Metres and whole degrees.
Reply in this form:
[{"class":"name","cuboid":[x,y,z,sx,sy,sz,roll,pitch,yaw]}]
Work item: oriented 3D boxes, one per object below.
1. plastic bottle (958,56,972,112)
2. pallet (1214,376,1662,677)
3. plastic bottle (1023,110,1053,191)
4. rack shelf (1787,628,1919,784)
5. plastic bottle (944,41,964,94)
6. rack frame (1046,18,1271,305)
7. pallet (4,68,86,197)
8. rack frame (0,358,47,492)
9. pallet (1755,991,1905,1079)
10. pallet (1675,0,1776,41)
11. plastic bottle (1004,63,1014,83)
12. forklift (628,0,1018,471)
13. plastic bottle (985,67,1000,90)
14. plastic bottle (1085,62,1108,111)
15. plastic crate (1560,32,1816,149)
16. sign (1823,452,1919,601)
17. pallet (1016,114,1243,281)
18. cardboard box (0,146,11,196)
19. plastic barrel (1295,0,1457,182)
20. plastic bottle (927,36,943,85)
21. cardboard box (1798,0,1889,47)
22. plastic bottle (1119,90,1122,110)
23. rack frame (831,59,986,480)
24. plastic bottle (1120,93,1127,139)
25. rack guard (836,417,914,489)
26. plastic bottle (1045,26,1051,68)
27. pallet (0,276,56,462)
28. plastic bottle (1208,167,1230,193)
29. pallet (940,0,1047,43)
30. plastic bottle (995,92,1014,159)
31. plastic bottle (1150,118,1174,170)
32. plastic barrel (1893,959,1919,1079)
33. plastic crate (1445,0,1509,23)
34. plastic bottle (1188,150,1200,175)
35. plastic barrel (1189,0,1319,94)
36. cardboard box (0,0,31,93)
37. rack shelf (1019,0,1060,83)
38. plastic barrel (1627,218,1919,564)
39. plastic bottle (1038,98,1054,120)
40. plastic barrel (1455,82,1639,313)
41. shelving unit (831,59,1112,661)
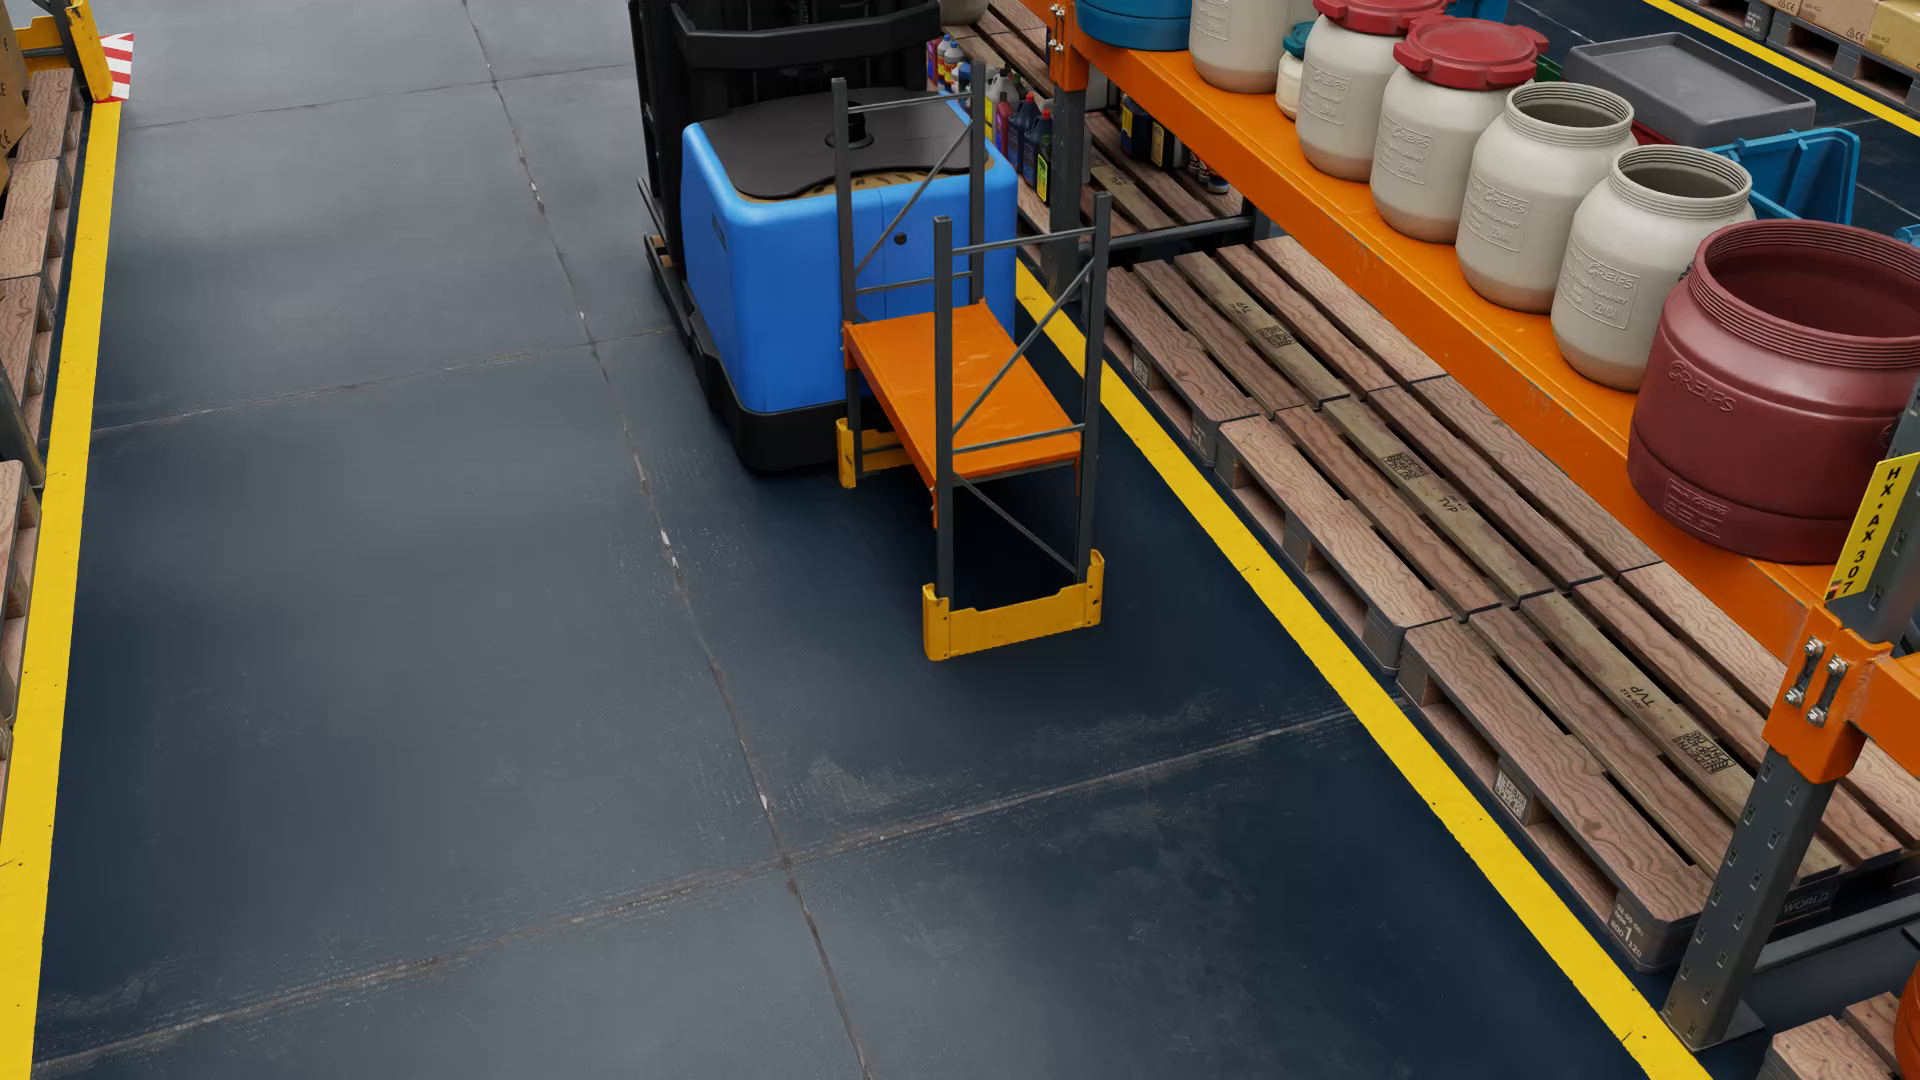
[{"class":"plastic bottle","cuboid":[0.040,-2.226,8.114,0.097,0.271,0.097,0,37,0]},{"class":"pallet","cuboid":[1.593,-0.094,5.699,1.003,0.211,1.213,-12,39,-16]},{"class":"plastic bottle","cuboid":[0.371,-1.755,7.423,0.144,0.351,0.185,-13,39,-17]},{"class":"rack shelf","cuboid":[2.928,1.343,2.072,1.077,0.370,4.000,-12,39,-16]},{"class":"plastic bottle","cuboid":[-0.030,-2.340,8.266,0.097,0.271,0.097,0,37,0]},{"class":"rack frame","cuboid":[0.863,-2.334,6.355,1.000,3.000,0.127,-12,39,-16]},{"class":"pallet","cuboid":[-4.891,-1.945,8.157,1.003,0.211,1.213,-12,39,-16]},{"class":"rack frame","cuboid":[-3.787,-1.308,4.994,1.000,3.000,0.127,-12,39,-16]},{"class":"pallet","cuboid":[2.550,1.477,3.614,1.003,0.211,1.213,-12,39,-16]},{"class":"pallet","cuboid":[4.857,-3.392,10.077,1.003,0.211,1.213,-12,39,-16]},{"class":"plastic bottle","cuboid":[0.241,-2.134,7.983,0.061,0.283,0.133,-12,39,-16]},{"class":"forklift","cuboid":[-0.744,-2.305,6.374,1.130,2.935,3.031,-12,39,-15]},{"class":"plastic bottle","cuboid":[0.141,-2.109,7.955,0.152,0.276,0.135,-12,39,-15]},{"class":"plastic bottle","cuboid":[0.633,-2.265,8.162,0.152,0.276,0.135,-12,39,-16]},{"class":"plastic crate","cuboid":[1.971,-1.076,4.632,0.402,0.464,0.583,-12,39,-16]},{"class":"sign","cuboid":[1.725,-0.021,3.150,0.100,0.325,0.005,-12,39,-16]},{"class":"pallet","cuboid":[0.671,-1.608,7.709,1.003,0.211,1.213,-12,39,-16]},{"class":"cardboard box","cuboid":[-4.529,-1.693,7.233,0.500,0.500,0.500,-9,38,-12]},{"class":"plastic barrel","cuboid":[1.239,-1.388,4.986,0.433,0.535,0.433,0,37,0]},{"class":"plastic bottle","cuboid":[-0.121,-2.464,8.420,0.061,0.283,0.133,-12,39,-15]},{"class":"cardboard box","cuboid":[4.988,-2.928,9.080,0.500,0.250,0.500,-12,39,-16]},{"class":"plastic bottle","cuboid":[0.834,-2.205,8.144,0.097,0.201,0.097,0,37,0]},{"class":"rack frame","cuboid":[-0.160,-0.871,5.660,0.500,1.500,0.032,-12,39,-15]},{"class":"plastic bottle","cuboid":[0.812,-2.018,7.839,0.097,0.271,0.097,0,37,0]},{"class":"rack guard","cuboid":[-0.153,-0.361,6.021,0.587,0.250,0.087,-12,39,-15]},{"class":"plastic bottle","cuboid":[0.491,-2.567,8.557,0.061,0.283,0.133,-12,39,-16]},{"class":"pallet","cuboid":[-4.052,-0.566,6.327,1.003,0.211,1.213,-12,39,-16]},{"class":"plastic bottle","cuboid":[1.165,-1.690,7.403,0.097,0.271,0.097,0,37,0]},{"class":"pallet","cuboid":[-0.169,-2.986,9.539,1.003,0.211,1.213,-12,39,-16]},{"class":"plastic bottle","cuboid":[0.210,-1.920,7.698,0.061,0.283,0.133,-10,38,-13]},{"class":"plastic bottle","cuboid":[0.928,-1.850,7.605,0.061,0.283,0.133,-12,39,-16]},{"class":"plastic barrel","cuboid":[2.424,0.898,3.520,0.600,0.830,0.708,-12,39,-16]},{"class":"plastic crate","cuboid":[1.535,-1.769,5.618,0.392,0.384,0.575,-12,39,-16]},{"class":"plastic bottle","cuboid":[1.095,-1.777,7.577,0.097,0.201,0.097,0,37,0]},{"class":"plastic barrel","cuboid":[0.986,-1.802,5.536,0.433,0.535,0.433,0,37,0]},{"class":"cardboard box","cuboid":[-4.965,-2.381,8.146,0.500,0.500,0.500,-6,37,-7]},{"class":"rack shelf","cuboid":[0.175,-3.176,8.071,1.077,0.370,4.000,-12,39,-16]},{"class":"plastic barrel","cuboid":[1.795,-0.328,3.579,0.600,0.536,0.708,-12,39,-16]},{"class":"plastic bottle","cuboid":[0.435,-1.879,7.649,0.152,0.276,0.135,-12,39,-16]},{"class":"plastic barrel","cuboid":[1.540,-0.894,4.350,0.421,0.512,0.421,0,37,0]},{"class":"shelving unit","cuboid":[0.008,-0.577,5.269,0.587,1.500,1.083,-12,39,-15]}]
